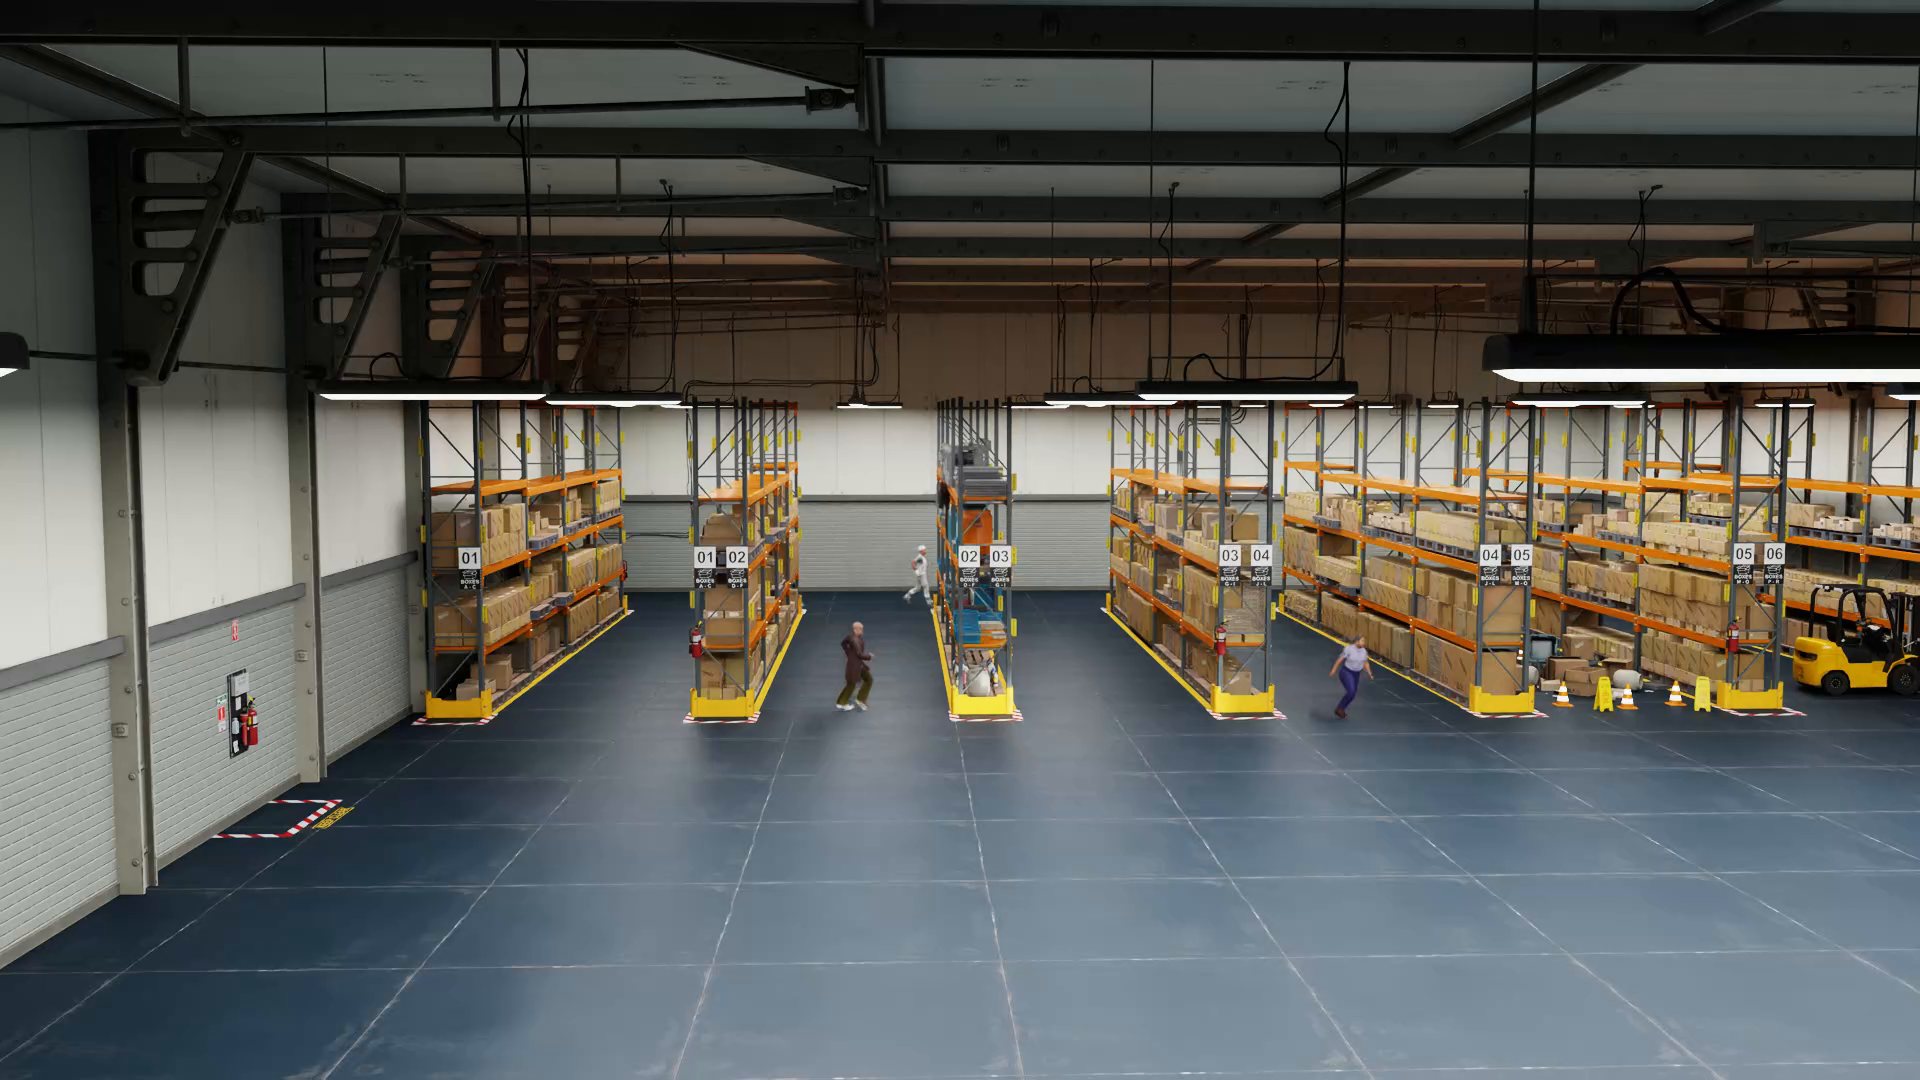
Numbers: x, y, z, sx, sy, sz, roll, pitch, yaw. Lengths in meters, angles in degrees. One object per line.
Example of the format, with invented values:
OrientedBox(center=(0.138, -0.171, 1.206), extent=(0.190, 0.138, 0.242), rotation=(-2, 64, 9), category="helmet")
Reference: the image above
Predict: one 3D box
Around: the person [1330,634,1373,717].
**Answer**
OrientedBox(center=(7.321, 2.532, 31.019), extent=(0.593, 1.591, 0.699), rotation=(-3, 5, -32), category="person")

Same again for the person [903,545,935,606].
OrientedBox(center=(-1.158, 1.040, 48.608), extent=(1.006, 1.775, 0.650), rotation=(0, 4, -1), category="person")

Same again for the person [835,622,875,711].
OrientedBox(center=(-2.016, 2.434, 31.504), extent=(0.800, 1.791, 0.776), rotation=(1, 4, 8), category="person")

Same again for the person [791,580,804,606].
OrientedBox(center=(-5.074, 1.147, 48.931), extent=(0.863, 1.602, 0.552), rotation=(2, 5, 19), category="person")
